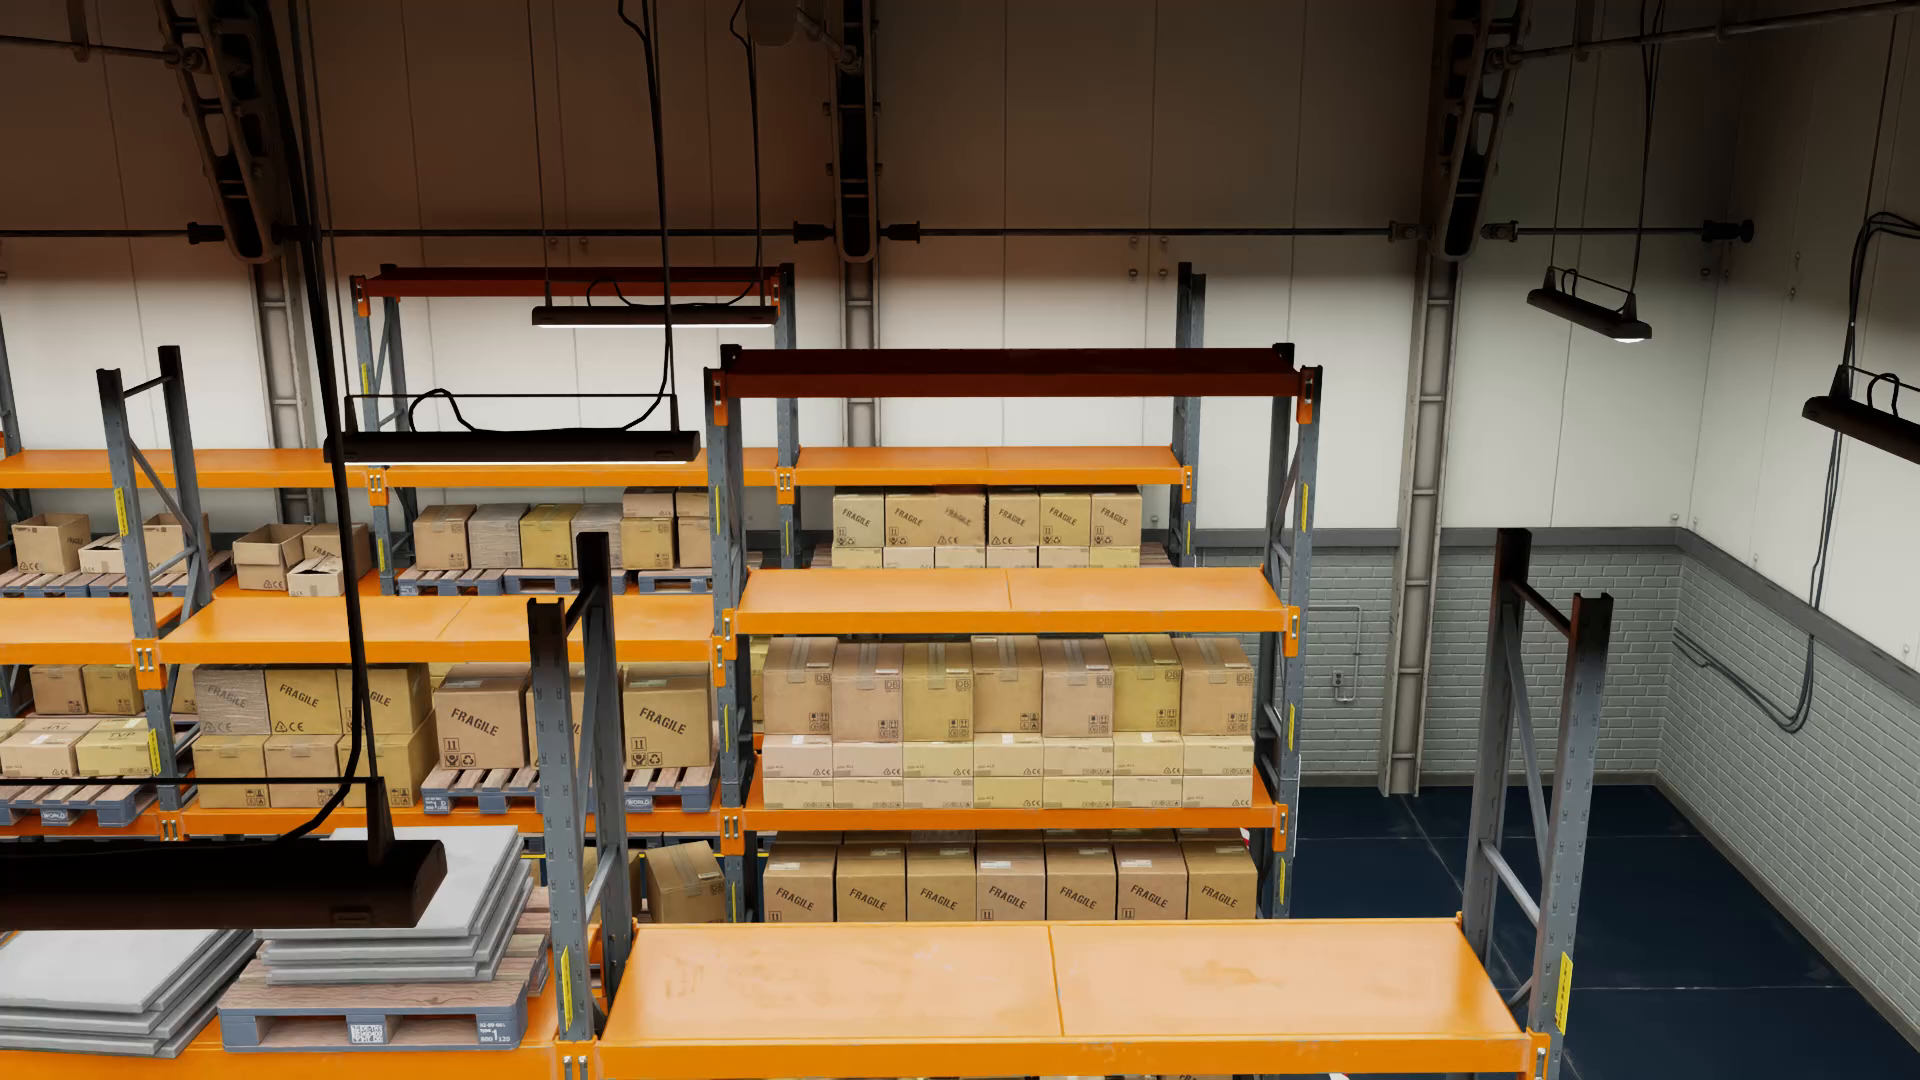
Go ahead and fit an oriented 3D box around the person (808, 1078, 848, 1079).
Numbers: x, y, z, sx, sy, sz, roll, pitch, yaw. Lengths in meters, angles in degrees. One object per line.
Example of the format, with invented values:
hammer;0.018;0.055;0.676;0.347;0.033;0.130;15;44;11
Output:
person;-0.963;4.087;11.297;0.988;1.741;0.597;1;16;4
